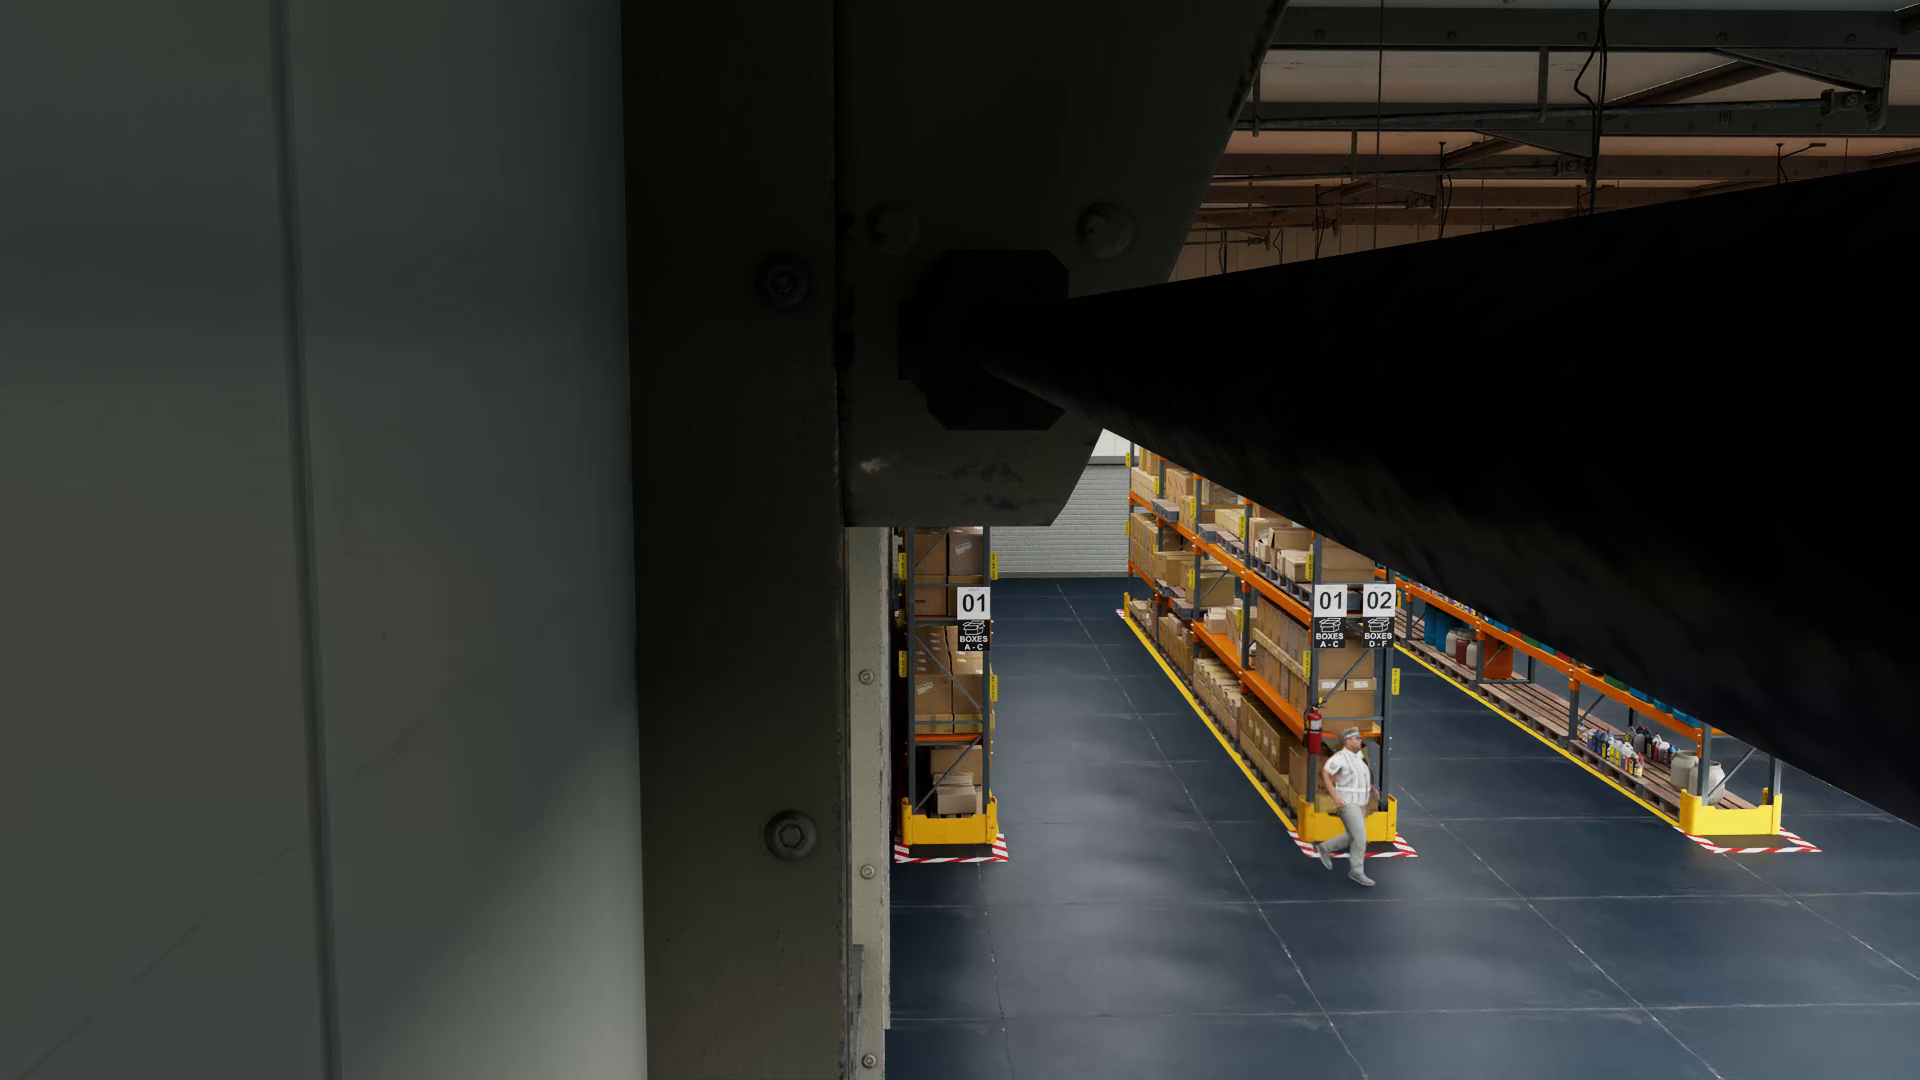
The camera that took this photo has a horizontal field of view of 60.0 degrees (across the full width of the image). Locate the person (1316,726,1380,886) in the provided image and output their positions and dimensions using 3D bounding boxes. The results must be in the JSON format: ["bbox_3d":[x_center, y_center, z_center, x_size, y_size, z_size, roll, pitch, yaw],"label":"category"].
[{"bbox_3d":[4.529,3.031,19.185,0.752,1.766,0.707,6,9,39],"label":"person"}]
